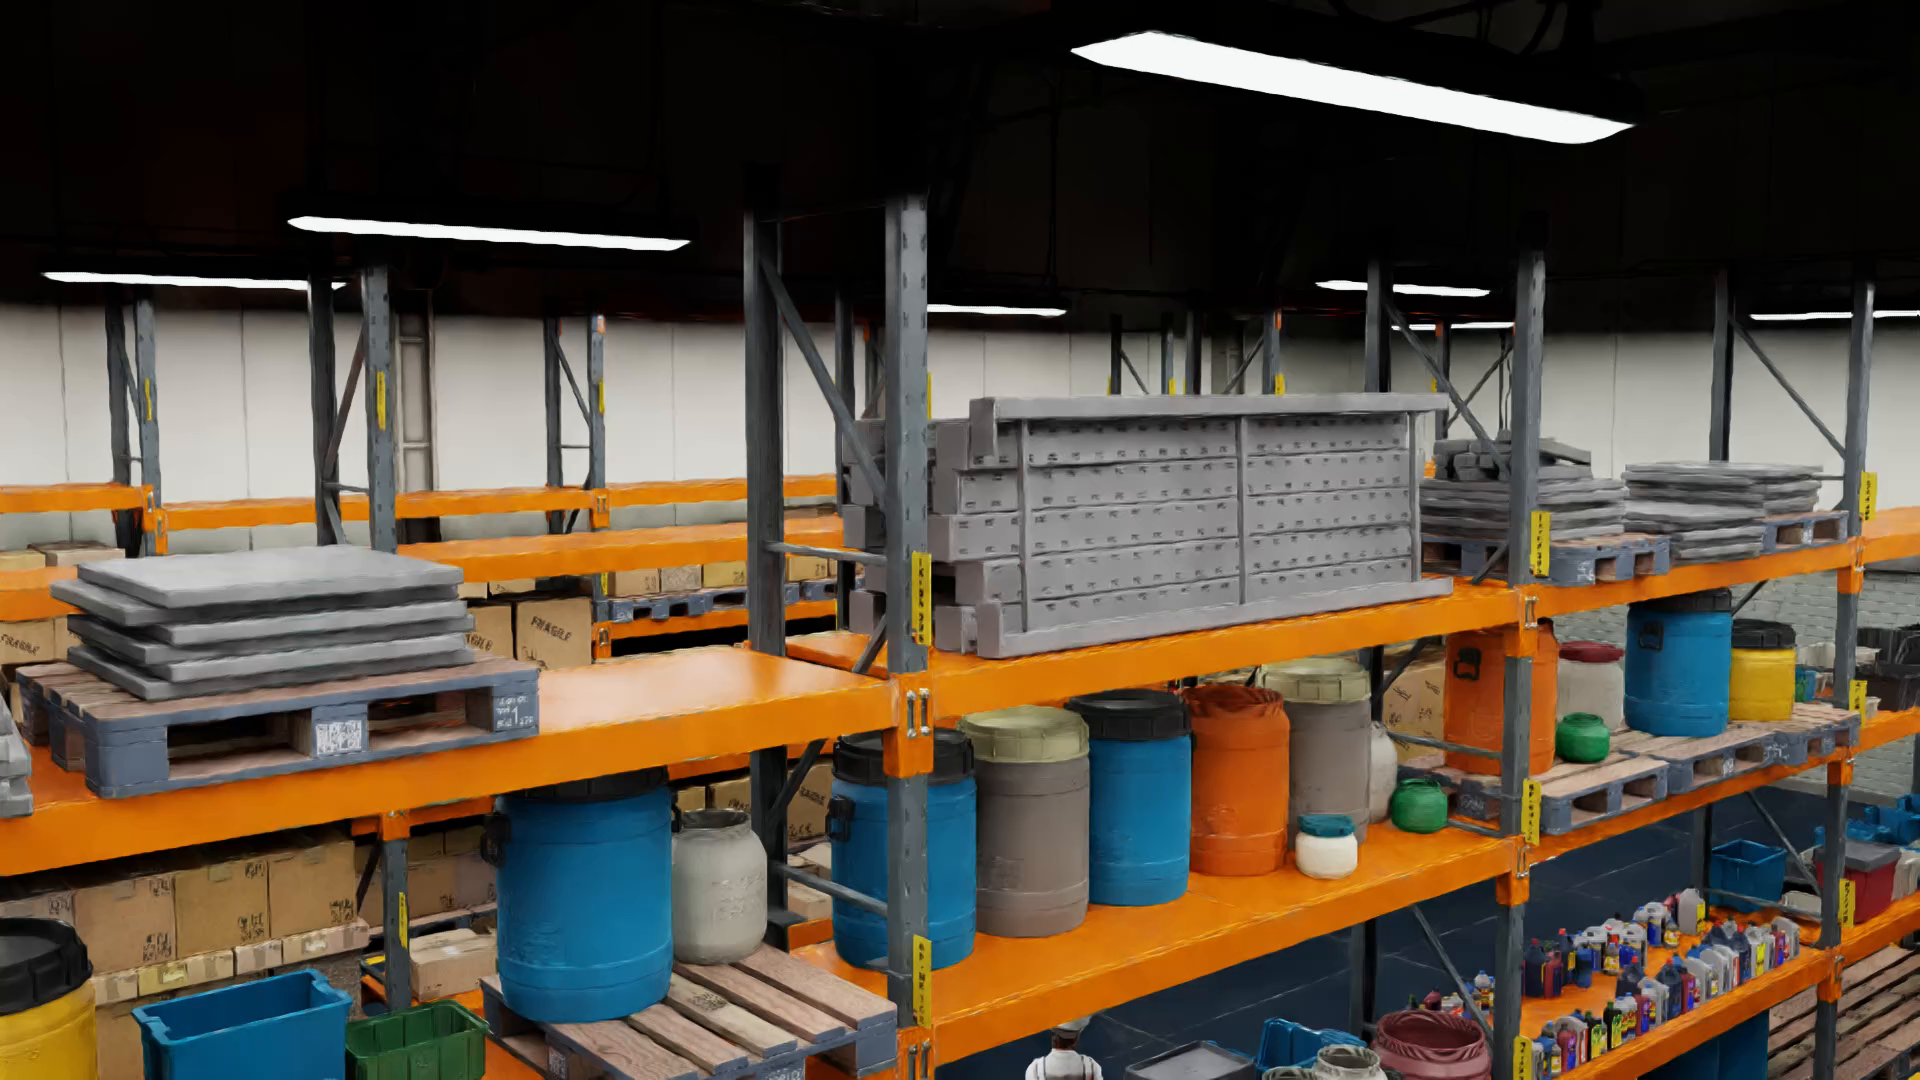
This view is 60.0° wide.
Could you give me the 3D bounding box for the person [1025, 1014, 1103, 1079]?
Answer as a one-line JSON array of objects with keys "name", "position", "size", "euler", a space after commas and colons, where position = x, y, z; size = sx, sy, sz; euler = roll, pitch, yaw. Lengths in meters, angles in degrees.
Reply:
[{"name": "person", "position": [0.588, 3.427, 9.328], "size": [0.572, 1.665, 0.537], "euler": [-1, 6, -13]}]
